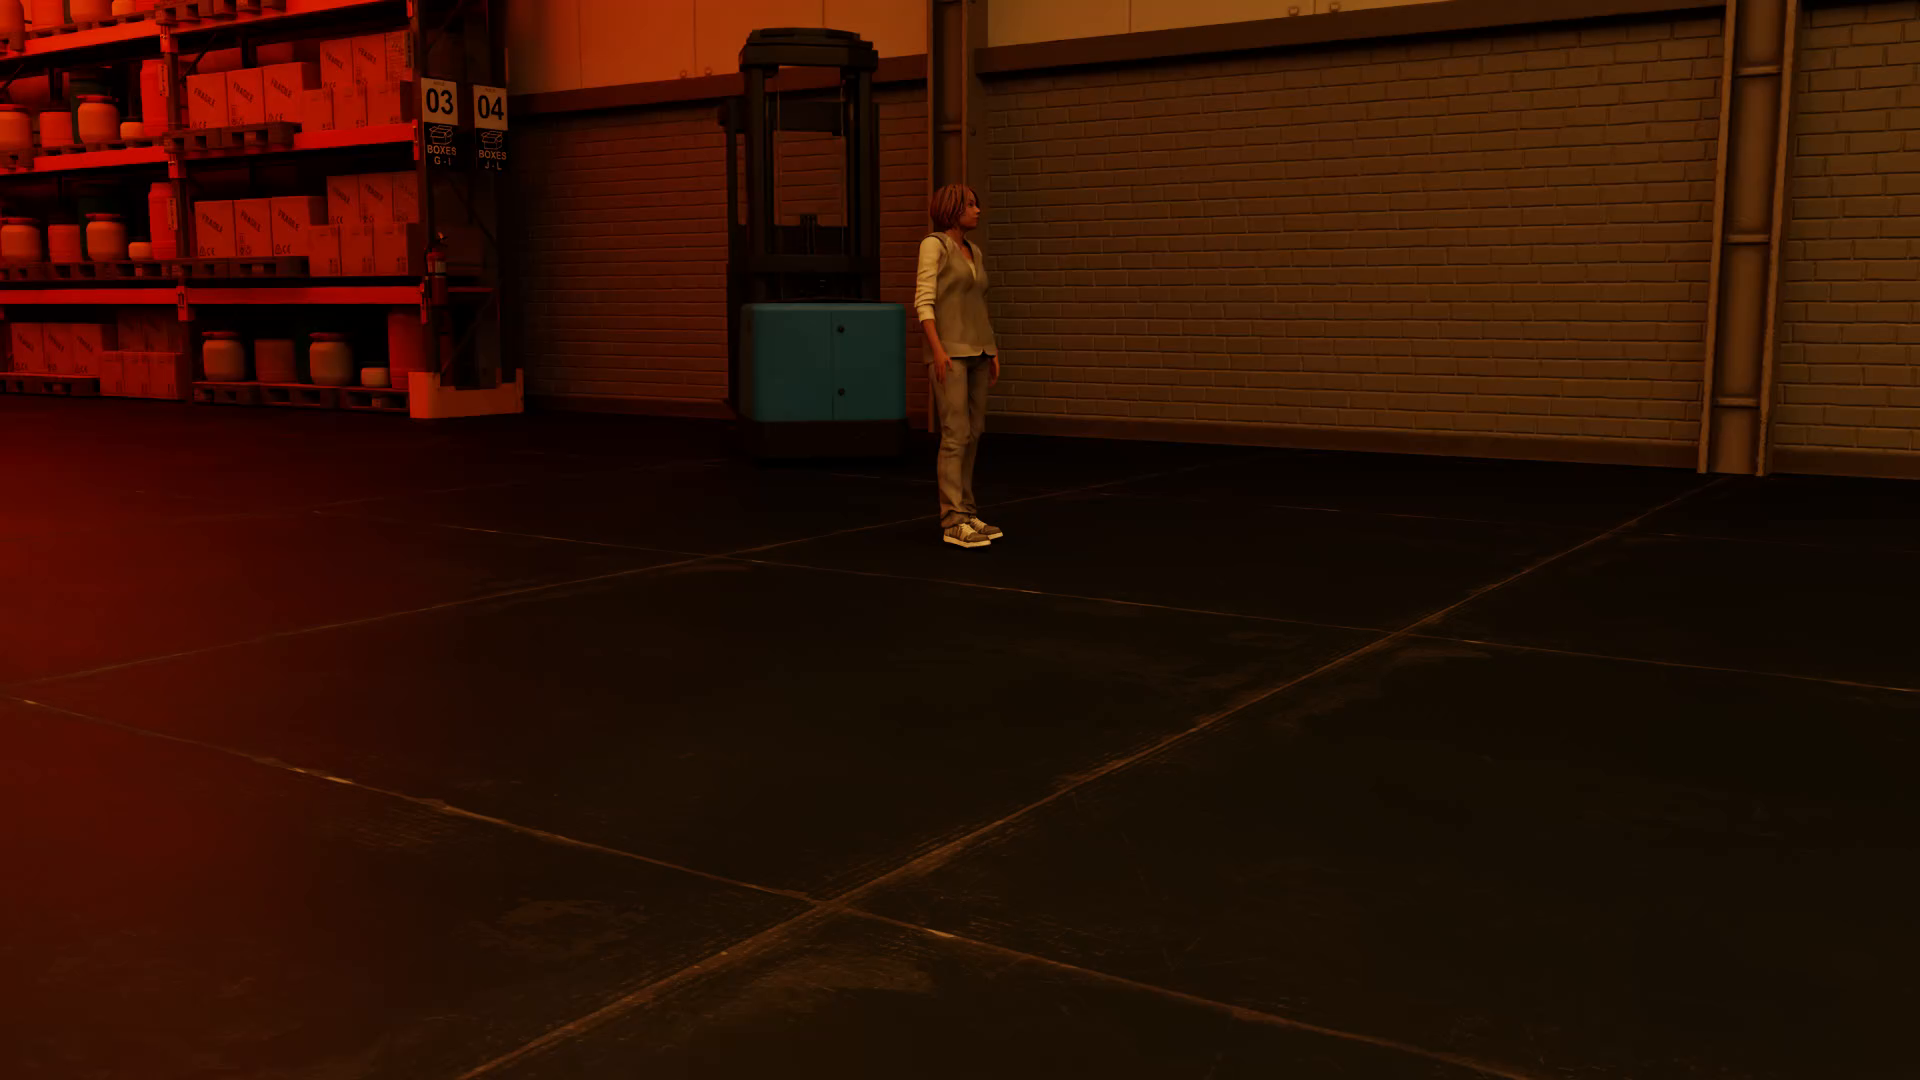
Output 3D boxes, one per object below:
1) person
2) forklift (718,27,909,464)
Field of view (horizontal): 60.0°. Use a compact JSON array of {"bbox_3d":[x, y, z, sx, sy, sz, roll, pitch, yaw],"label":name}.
[{"bbox_3d":[0.054,-0.790,7.438,0.473,1.599,0.521,5,10,34],"label":"person"},{"bbox_3d":[-1.174,-2.133,12.191,1.130,2.935,3.031,-2,8,-13],"label":"forklift"}]
